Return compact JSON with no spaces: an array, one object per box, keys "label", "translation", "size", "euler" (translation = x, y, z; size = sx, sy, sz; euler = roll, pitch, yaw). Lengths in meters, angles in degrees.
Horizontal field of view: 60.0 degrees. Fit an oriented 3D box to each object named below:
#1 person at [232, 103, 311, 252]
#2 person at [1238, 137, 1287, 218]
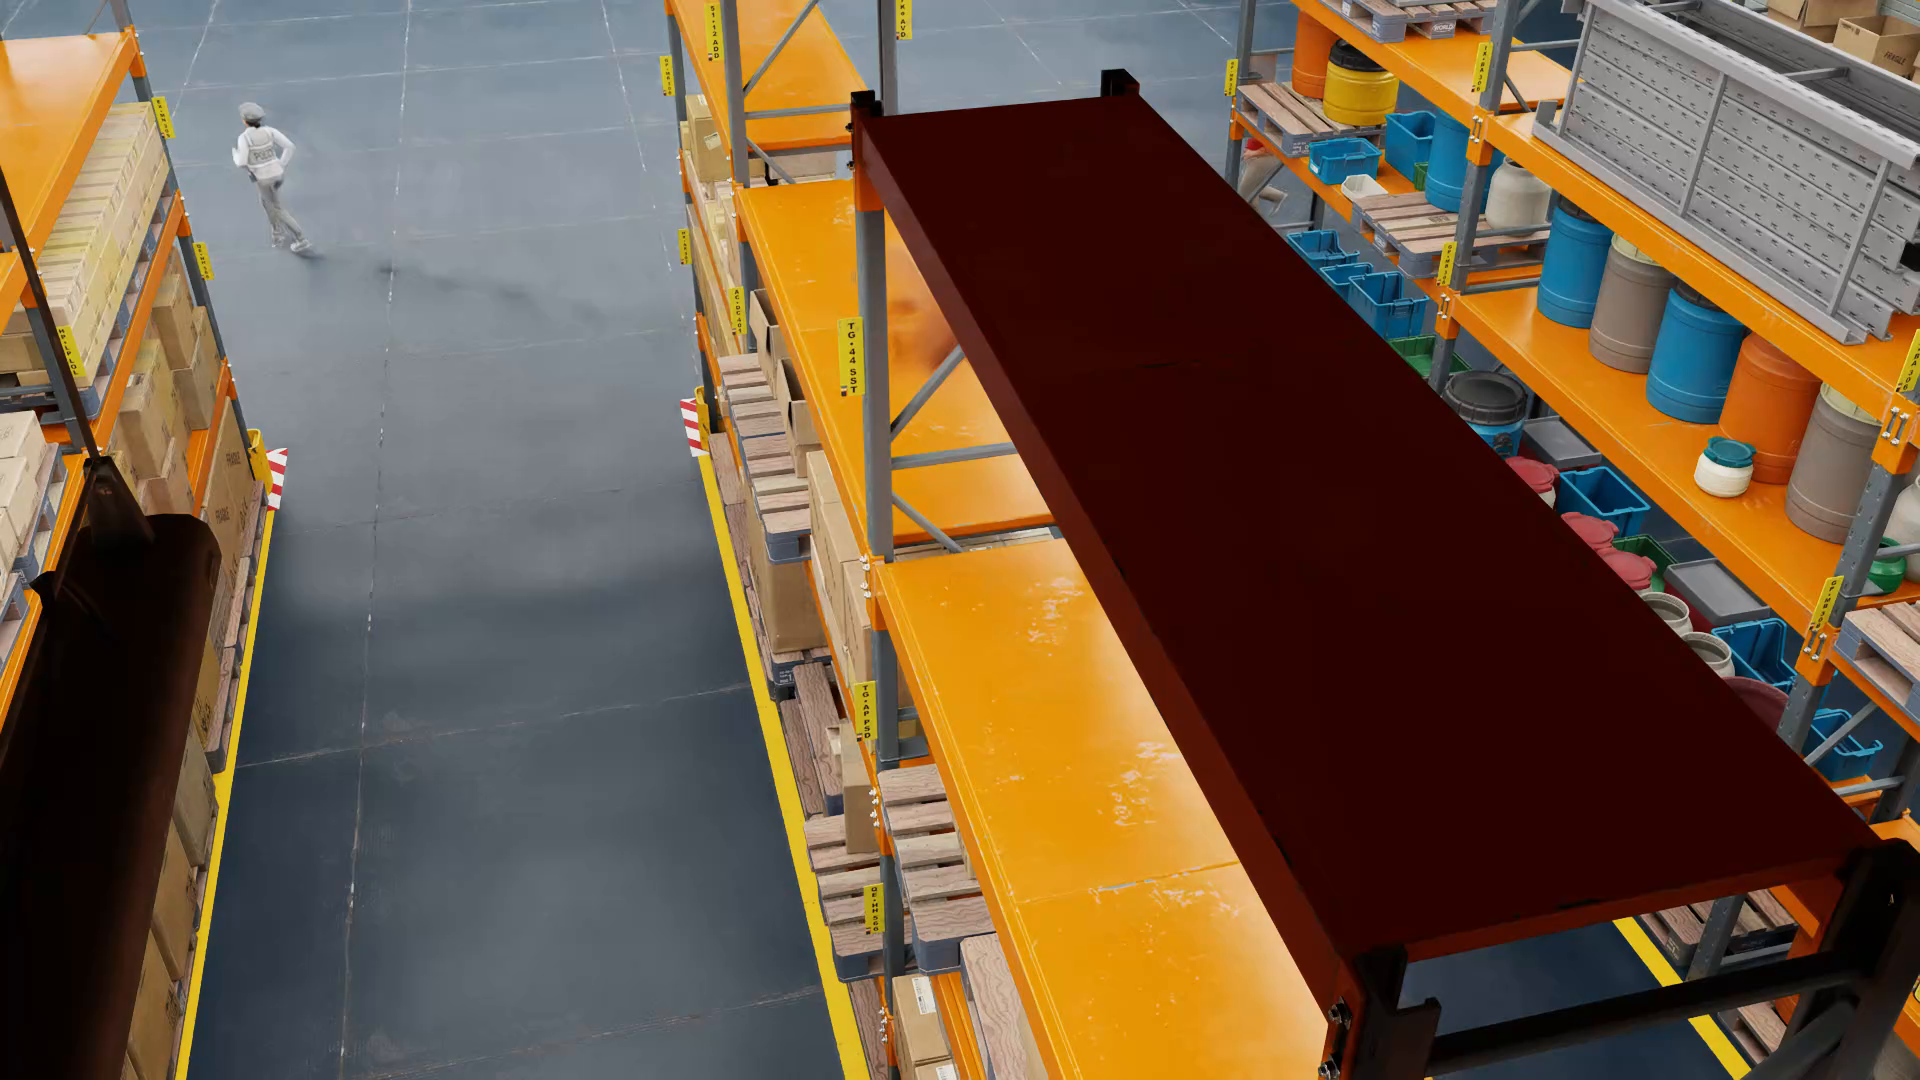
[{"label":"person","translation":[-7.655,-3.949,18.394],"size":[0.735,1.757,0.580],"euler":[15,37,21]},{"label":"person","translation":[3.472,-4.318,18.931],"size":[0.598,1.687,0.671],"euler":[6,35,8]}]
